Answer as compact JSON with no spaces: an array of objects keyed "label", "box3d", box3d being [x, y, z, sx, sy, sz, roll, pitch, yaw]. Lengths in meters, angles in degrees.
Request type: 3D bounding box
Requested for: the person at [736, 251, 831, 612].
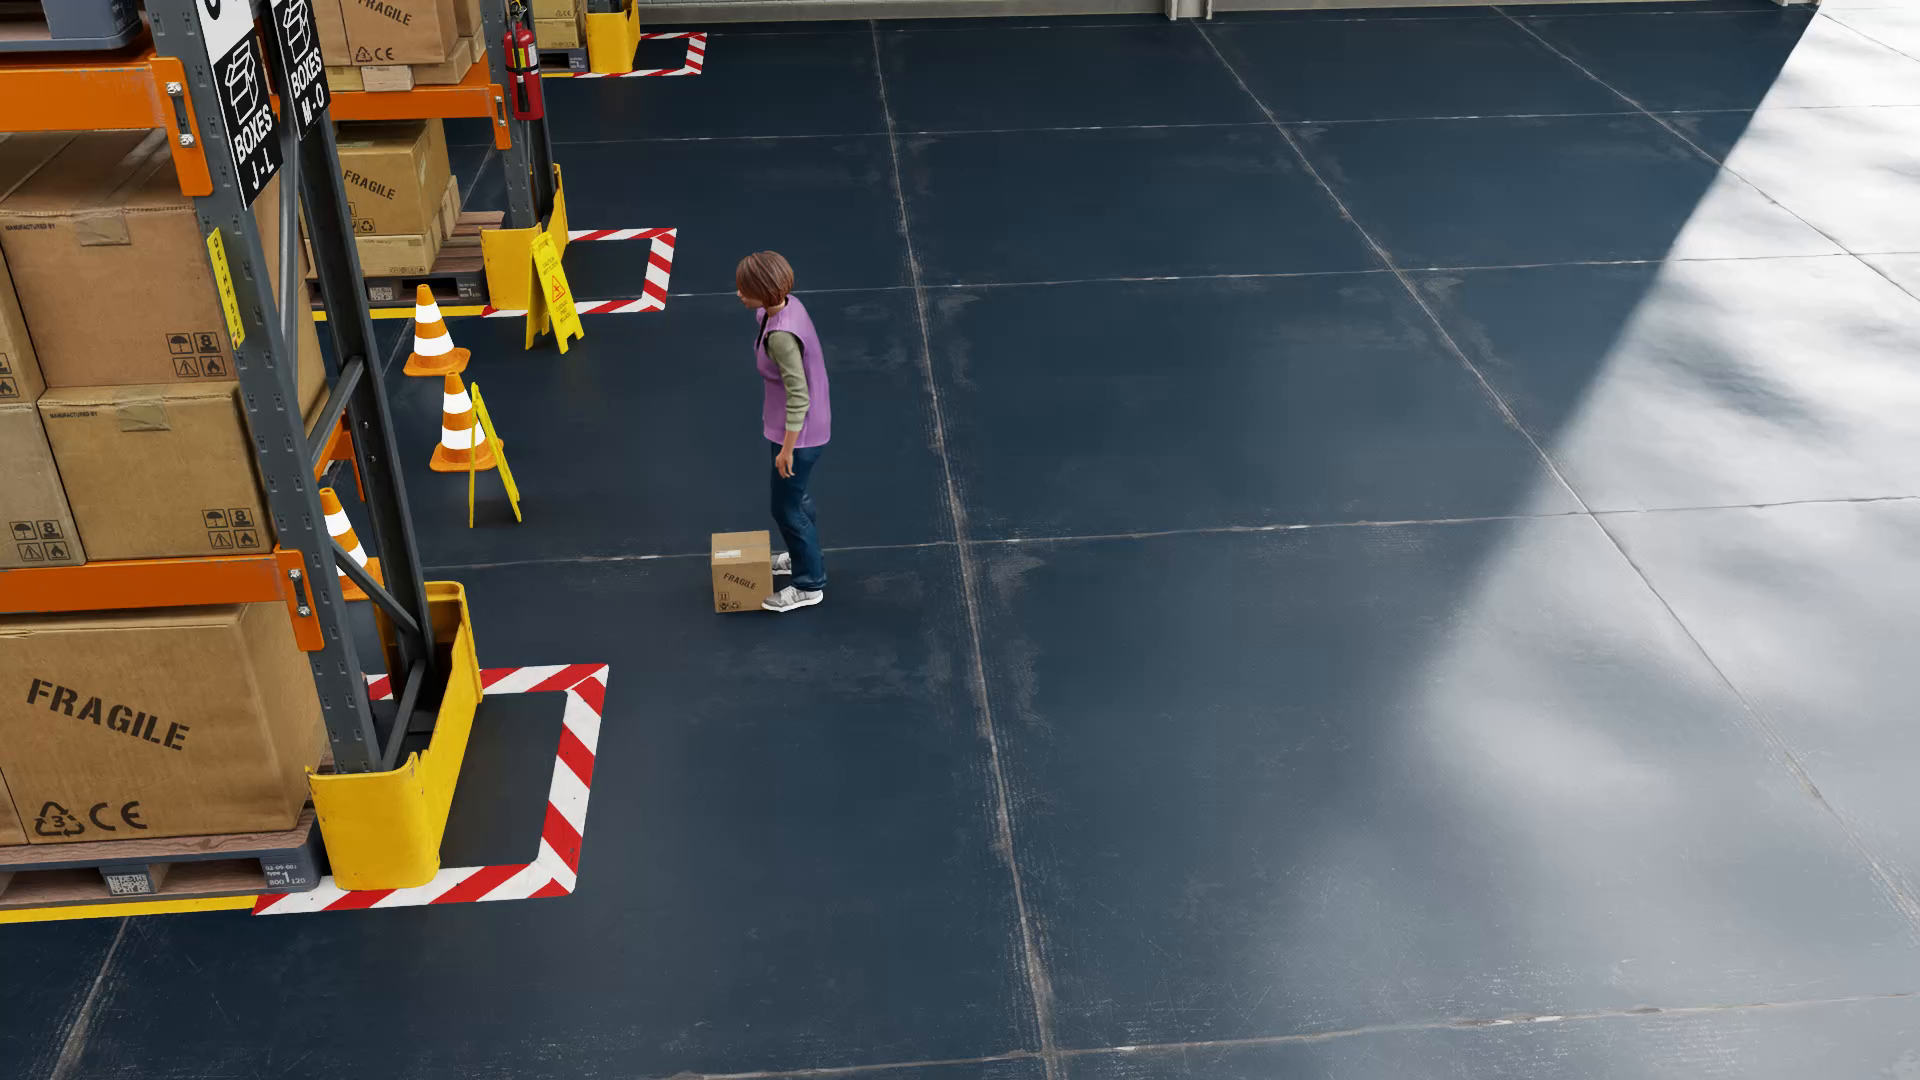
[{"label":"person","box3d":[-0.708,-0.451,6.879,0.343,1.593,0.485,-5,32,-7]}]
